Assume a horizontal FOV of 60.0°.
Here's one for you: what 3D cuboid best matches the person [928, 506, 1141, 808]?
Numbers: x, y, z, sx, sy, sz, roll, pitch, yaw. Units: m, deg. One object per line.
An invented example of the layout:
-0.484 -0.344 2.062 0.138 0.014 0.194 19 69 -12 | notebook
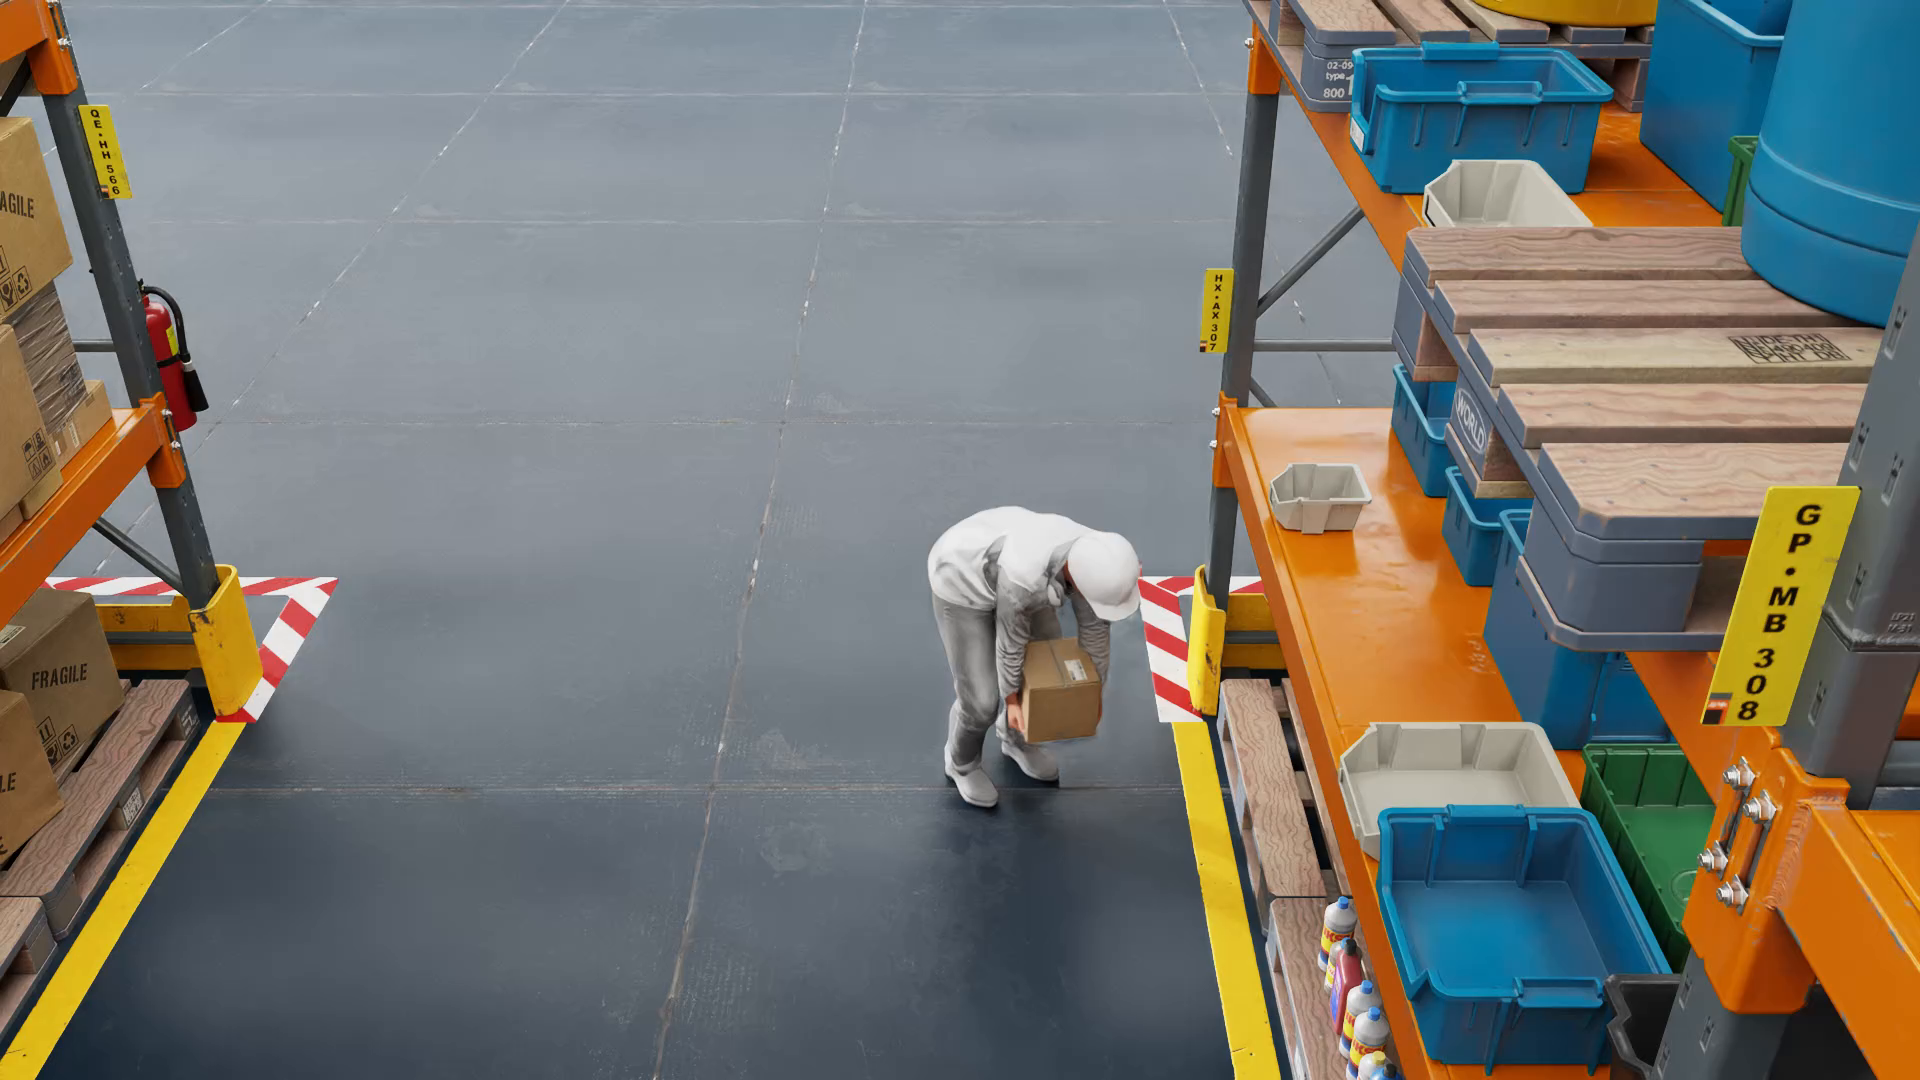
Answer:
0.271 0.410 5.846 0.462 1.349 0.937 -20 37 -29 | person
